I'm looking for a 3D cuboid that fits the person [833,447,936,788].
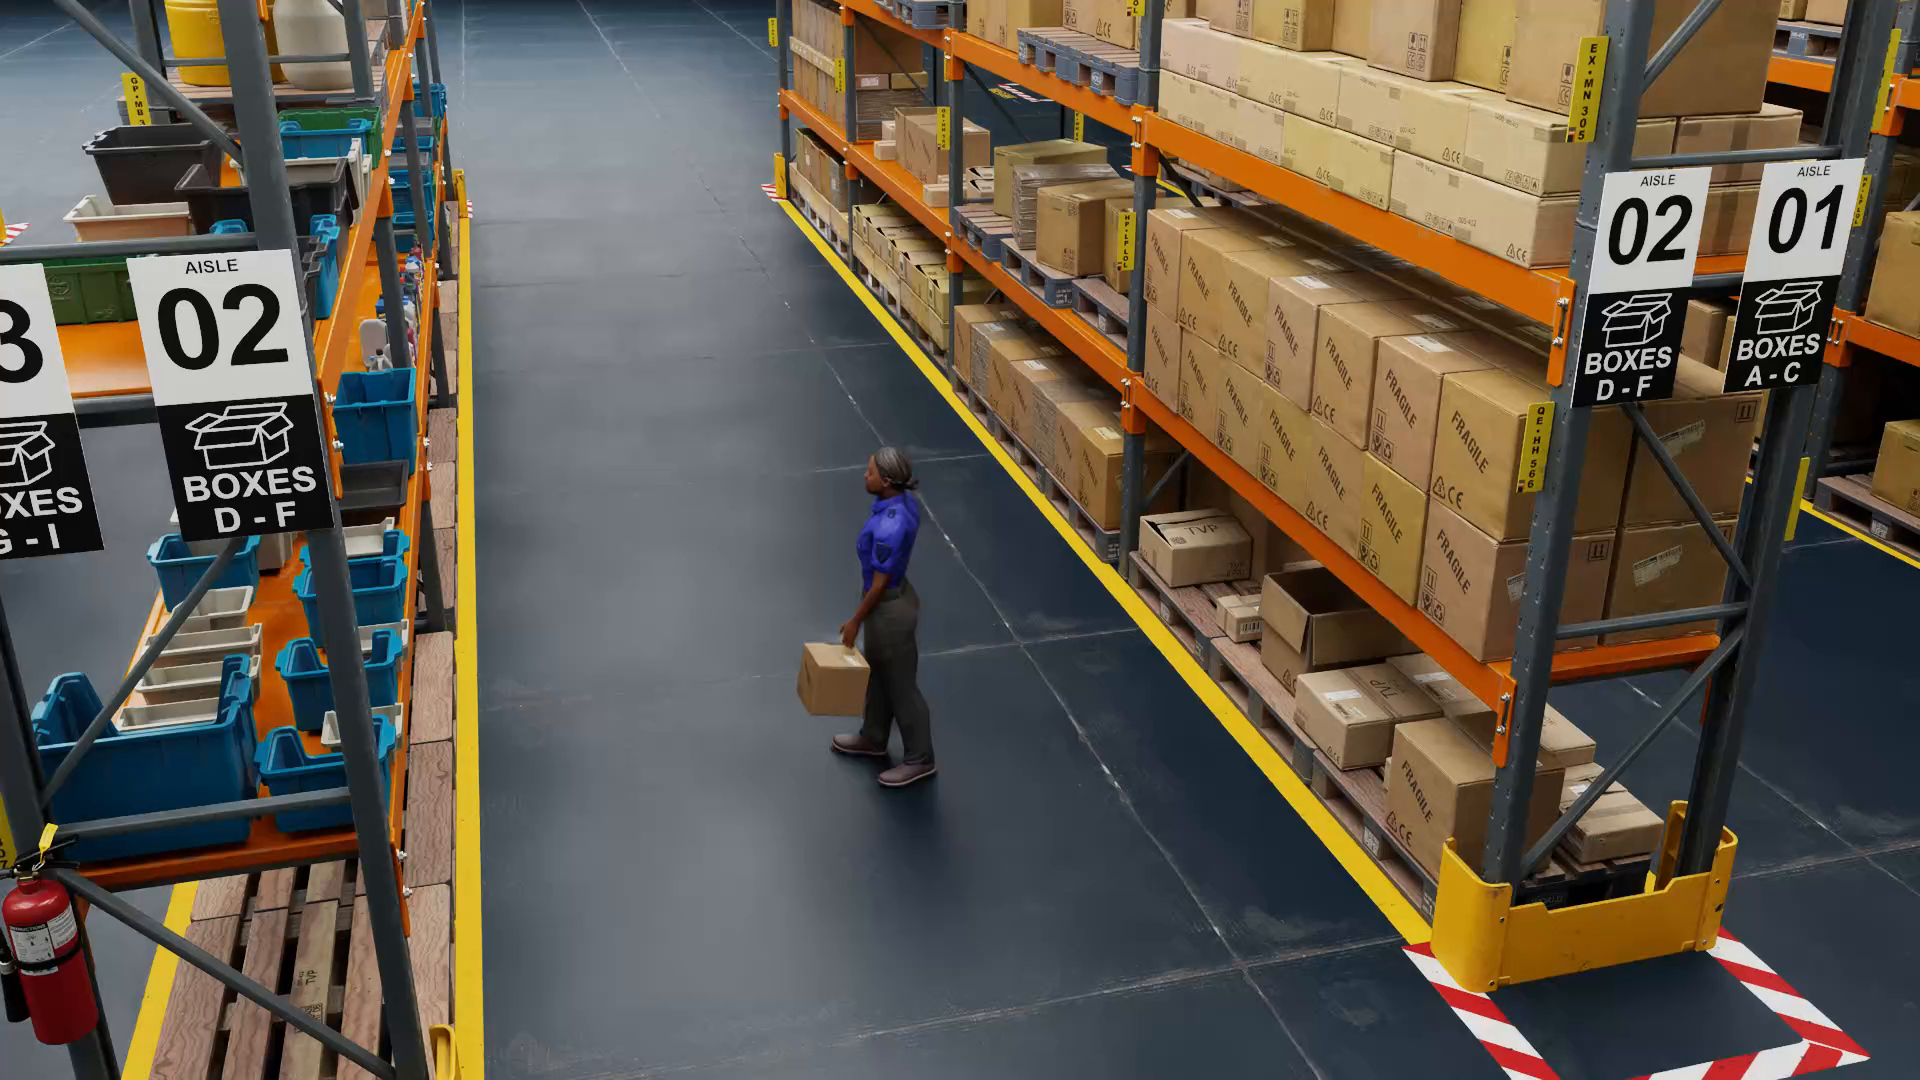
[{"bbox_3d":[-0.382,0.342,7.791,0.544,1.656,0.518,3,23,6],"label":"person"}]
